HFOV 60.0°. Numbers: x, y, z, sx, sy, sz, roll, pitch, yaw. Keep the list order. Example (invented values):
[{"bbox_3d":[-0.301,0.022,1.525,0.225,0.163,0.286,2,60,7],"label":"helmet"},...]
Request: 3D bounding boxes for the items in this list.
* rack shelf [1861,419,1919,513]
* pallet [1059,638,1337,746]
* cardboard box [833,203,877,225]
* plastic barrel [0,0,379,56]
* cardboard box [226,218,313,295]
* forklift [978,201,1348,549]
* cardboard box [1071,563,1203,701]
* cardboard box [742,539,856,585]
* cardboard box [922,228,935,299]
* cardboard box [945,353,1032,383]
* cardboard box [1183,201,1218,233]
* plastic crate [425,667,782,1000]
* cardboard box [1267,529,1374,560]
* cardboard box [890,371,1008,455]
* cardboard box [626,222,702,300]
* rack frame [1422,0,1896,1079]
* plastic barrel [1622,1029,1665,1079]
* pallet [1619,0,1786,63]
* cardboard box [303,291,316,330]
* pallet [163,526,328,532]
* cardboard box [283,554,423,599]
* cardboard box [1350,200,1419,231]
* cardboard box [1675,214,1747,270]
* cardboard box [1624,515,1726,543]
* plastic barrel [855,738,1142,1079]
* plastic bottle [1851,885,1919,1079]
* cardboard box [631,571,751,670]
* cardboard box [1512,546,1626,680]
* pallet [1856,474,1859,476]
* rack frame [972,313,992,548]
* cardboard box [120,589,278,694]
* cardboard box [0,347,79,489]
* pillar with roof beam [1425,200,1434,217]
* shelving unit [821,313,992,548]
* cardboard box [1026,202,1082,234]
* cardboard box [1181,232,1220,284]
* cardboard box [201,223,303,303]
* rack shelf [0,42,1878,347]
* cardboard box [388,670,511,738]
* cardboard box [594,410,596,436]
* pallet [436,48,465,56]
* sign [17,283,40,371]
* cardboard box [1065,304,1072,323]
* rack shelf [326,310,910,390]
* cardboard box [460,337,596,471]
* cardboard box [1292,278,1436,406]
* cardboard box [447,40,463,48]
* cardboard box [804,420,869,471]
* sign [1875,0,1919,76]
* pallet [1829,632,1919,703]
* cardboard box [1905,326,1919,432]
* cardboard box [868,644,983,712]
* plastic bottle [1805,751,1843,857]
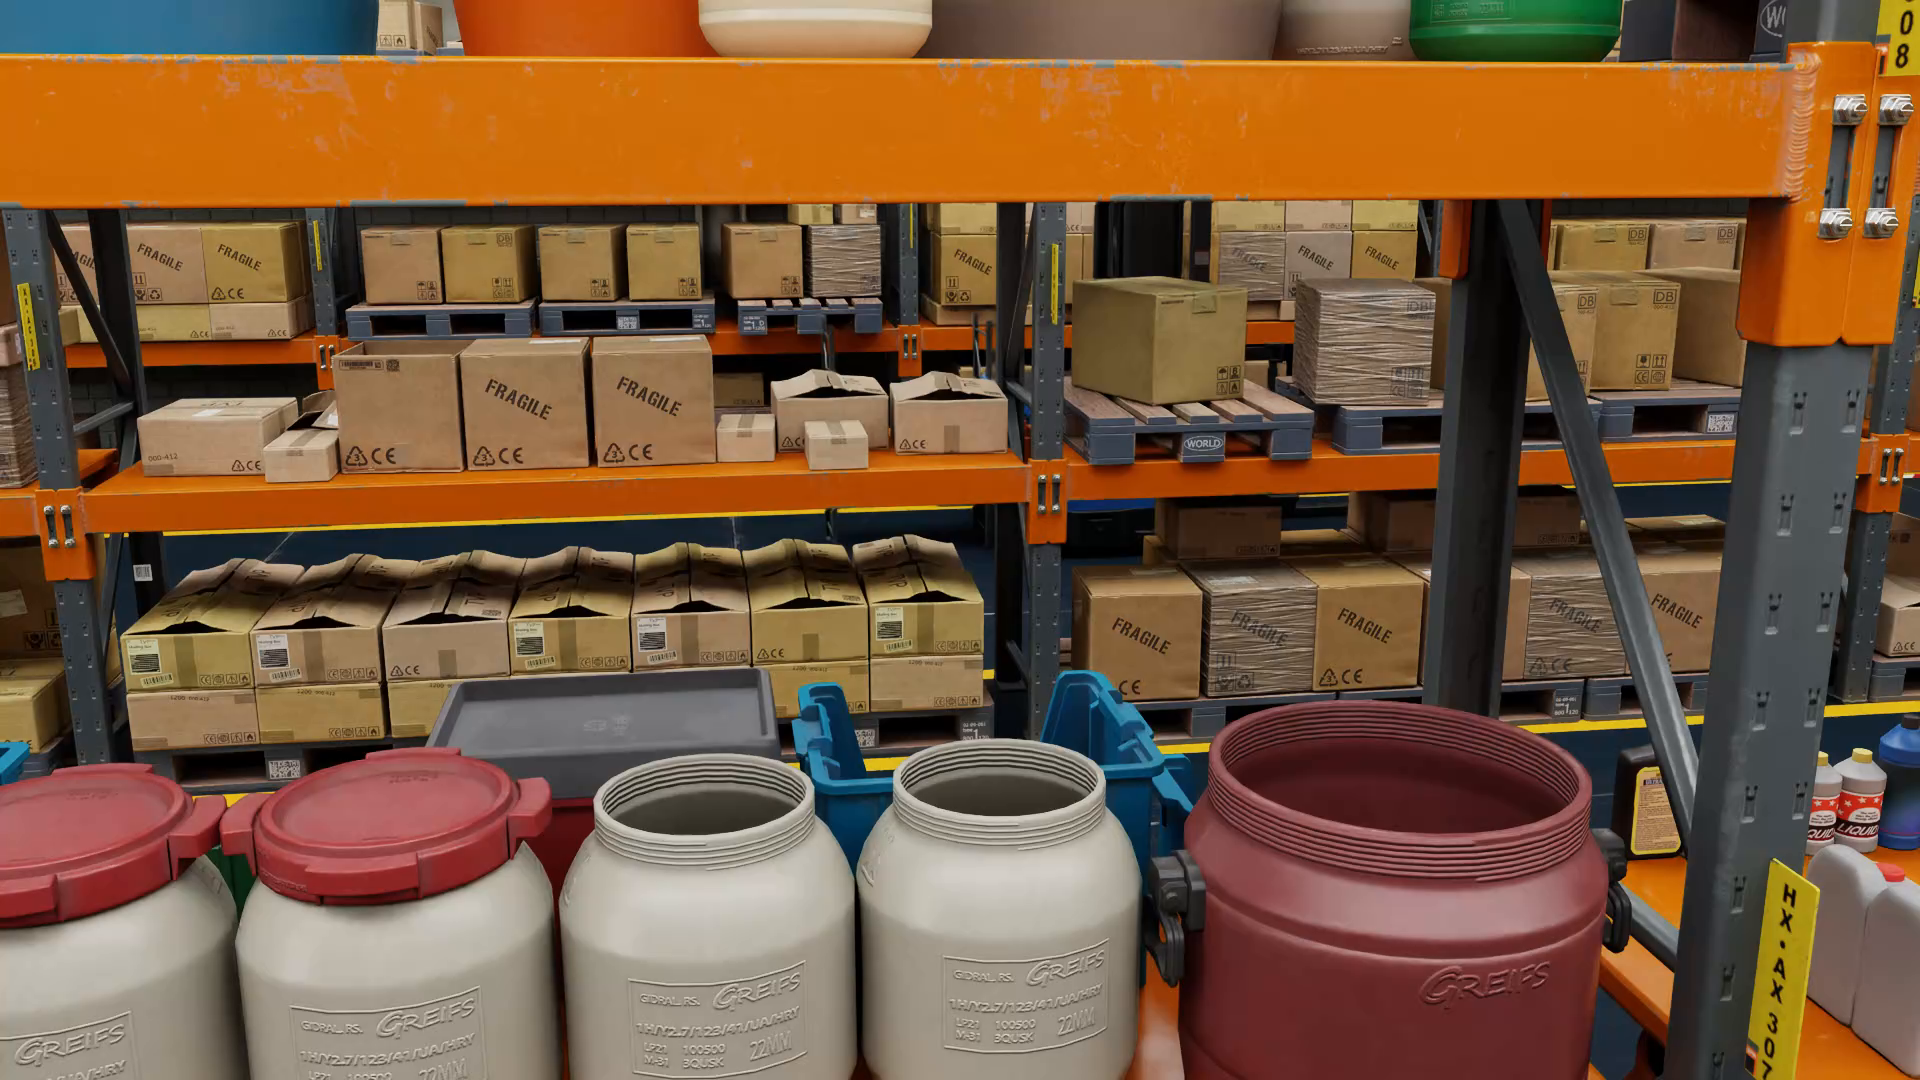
[{"bbox_3d":[6.241,-0.504,8.543,4.000,0.370,1.077,-2,14,-8],"label":"rack shelf"},{"bbox_3d":[1.052,0.699,8.000,1.213,0.211,1.003,-2,14,-8],"label":"pallet"},{"bbox_3d":[-0.771,-2.384,12.116,0.250,0.149,0.380,-4,15,-16],"label":"cardboard box"},{"bbox_3d":[-1.149,-1.115,2.304,0.708,0.901,0.600,-2,14,-8],"label":"plastic barrel"},{"bbox_3d":[-4.885,-2.016,11.819,0.500,0.500,0.500,-2,14,-10],"label":"cardboard box"},{"bbox_3d":[1.668,-1.473,11.070,3.031,2.935,1.130,-3,14,-10],"label":"forklift"},{"bbox_3d":[0.800,0.416,7.631,0.500,0.500,0.500,-1,14,-6],"label":"cardboard box"},{"bbox_3d":[-0.772,0.192,7.926,0.500,0.311,0.500,-2,14,-10],"label":"cardboard box"},{"bbox_3d":[-0.006,-2.110,12.610,0.500,0.500,0.500,-2,14,-8],"label":"cardboard box"},{"bbox_3d":[0.313,-0.983,12.531,0.750,0.750,0.750,-2,14,-9],"label":"cardboard box"},{"bbox_3d":[1.582,-2.406,12.250,0.500,0.250,0.500,-2,14,-9],"label":"cardboard box"},{"bbox_3d":[-0.602,0.510,2.890,0.583,0.464,0.402,-2,14,-8],"label":"plastic crate"},{"bbox_3d":[1.709,0.255,8.274,0.500,0.500,0.500,-3,14,-10],"label":"cardboard box"},{"bbox_3d":[-0.059,-0.589,7.589,0.500,0.311,0.500,-1,14,-5],"label":"cardboard box"},{"bbox_3d":[-2.126,-2.019,11.995,0.500,0.500,0.700,-2,14,-8],"label":"cardboard box"},{"bbox_3d":[1.042,0.557,2.834,0.053,2.616,0.949,-2,14,-8],"label":"rack frame"},{"bbox_3d":[1.523,1.383,3.137,0.708,0.830,0.600,-2,14,-8],"label":"plastic barrel"},{"bbox_3d":[1.813,-0.811,2.512,1.213,0.211,1.003,-2,14,-8],"label":"pallet"},{"bbox_3d":[-4.886,-1.653,11.915,0.500,0.250,0.500,-2,14,-8],"label":"cardboard box"},{"bbox_3d":[-5.048,-0.296,11.970,1.213,0.211,1.003,-2,14,-8],"label":"pallet"},{"bbox_3d":[-2.776,0.264,7.641,0.500,0.311,0.500,-2,14,-7],"label":"cardboard box"},{"bbox_3d":[3.098,-2.460,12.463,0.500,0.250,0.500,-2,14,-7],"label":"cardboard box"},{"bbox_3d":[6.256,-2.212,13.260,0.700,0.700,0.980,-2,14,-9],"label":"cardboard box"},{"bbox_3d":[3.748,0.178,8.581,0.500,0.500,0.500,-3,14,-11],"label":"cardboard box"},{"bbox_3d":[0.056,0.591,2.470,0.421,0.512,0.421,0,14,0],"label":"plastic barrel"},{"bbox_3d":[1.518,0.678,2.605,0.135,0.276,0.152,-2,14,-8],"label":"plastic bottle"},{"bbox_3d":[-1.186,0.339,7.341,0.500,0.311,0.500,-2,14,-9],"label":"cardboard box"},{"bbox_3d":[2.832,0.340,7.936,0.500,0.500,0.500,-2,14,-8],"label":"cardboard box"},{"bbox_3d":[6.698,-0.716,13.644,1.213,0.211,1.003,-2,14,-8],"label":"pallet"},{"bbox_3d":[0.145,-0.733,11.063,0.032,1.500,0.500,-3,14,-10],"label":"rack frame"},{"bbox_3d":[-3.202,0.413,7.047,0.500,0.311,0.500,-2,14,-8],"label":"cardboard box"},{"bbox_3d":[-4.086,-0.521,6.929,0.500,0.500,0.700,-2,14,-10],"label":"cardboard box"},{"bbox_3d":[4.726,-4.080,8.990,0.400,9.000,9.100,-2,14,-8],"label":"pillar with roof beam"},{"bbox_3d":[-0.355,-0.711,10.975,1.048,1.500,0.538,-3,14,-10],"label":"shelving unit"},{"bbox_3d":[0.585,-2.367,12.094,0.500,0.250,0.500,-2,14,-9],"label":"cardboard box"},{"bbox_3d":[1.608,-2.041,12.334,0.500,0.500,0.500,-2,14,-7],"label":"cardboard box"},{"bbox_3d":[-4.811,-1.891,11.321,0.500,0.500,0.500,-2,14,-8],"label":"cardboard box"},{"bbox_3d":[-0.936,-0.477,2.271,4.000,0.370,1.077,-2,14,-8],"label":"rack shelf"},{"bbox_3d":[-2.195,0.647,7.265,0.500,0.250,0.500,-3,14,-10],"label":"cardboard box"},{"bbox_3d":[-2.650,-0.753,12.292,0.500,0.500,0.700,-2,14,-8],"label":"cardboard box"},{"bbox_3d":[-1.456,-1.911,6.899,1.213,0.211,1.003,-1,14,-6],"label":"pallet"},{"bbox_3d":[-3.564,-0.815,6.364,0.005,0.325,0.100,-2,14,-8],"label":"sign"},{"bbox_3d":[0.682,-1.706,12.333,0.250,0.149,0.380,-2,14,-9],"label":"cardboard box"},{"bbox_3d":[-2.412,-1.405,12.138,4.000,0.370,1.077,-2,14,-8],"label":"rack shelf"},{"bbox_3d":[-1.870,-0.600,7.243,0.500,0.500,0.500,-2,14,-8],"label":"cardboard box"},{"bbox_3d":[1.846,-0.925,7.674,0.500,0.500,0.700,1,14,2],"label":"cardboard box"},{"bbox_3d":[-3.228,-3.320,11.448,0.500,0.311,0.500,-2,14,-7],"label":"cardboard box"},{"bbox_3d":[-0.541,-0.414,7.225,0.250,0.149,0.380,-2,14,-8],"label":"cardboard box"},{"bbox_3d":[1.131,-0.716,1.959,0.005,0.325,0.100,-2,14,-8],"label":"sign"},{"bbox_3d":[4.942,0.548,8.604,1.213,0.211,1.003,-2,14,-8],"label":"pallet"},{"bbox_3d":[4.808,-0.782,7.967,0.500,0.500,0.500,-2,14,-7],"label":"cardboard box"},{"bbox_3d":[-0.176,0.572,7.562,0.500,0.250,0.500,-2,14,-7],"label":"cardboard box"},{"bbox_3d":[1.723,0.527,3.362,0.097,0.201,0.097,0,14,0],"label":"plastic bottle"}]
